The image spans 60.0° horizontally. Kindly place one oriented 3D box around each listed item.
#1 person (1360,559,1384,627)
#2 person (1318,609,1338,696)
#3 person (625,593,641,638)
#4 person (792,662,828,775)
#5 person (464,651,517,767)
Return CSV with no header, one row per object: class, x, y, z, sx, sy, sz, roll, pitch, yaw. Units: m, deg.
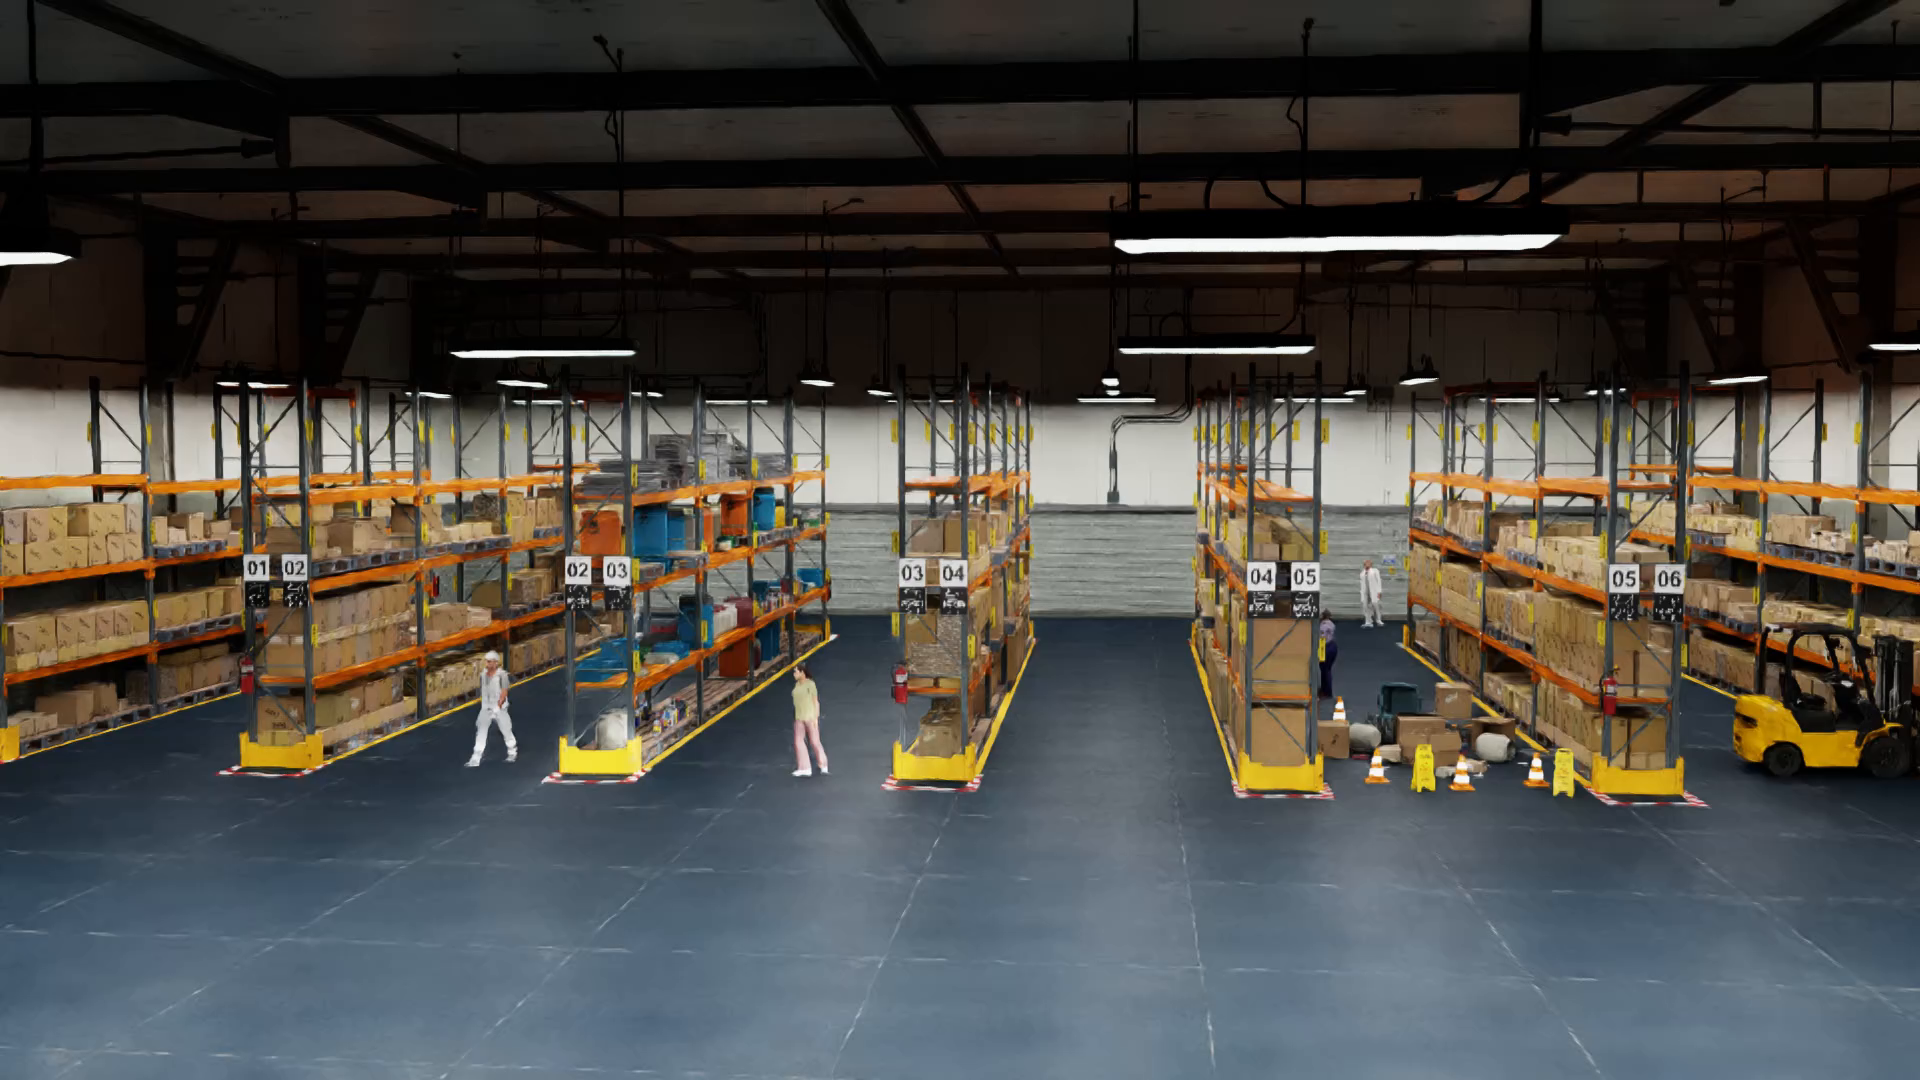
person,10.679,1.358,43.122,0.619,1.769,0.622,3,5,41
person,6.943,2.136,31.717,0.474,1.651,0.523,3,5,37
person,-7.280,1.713,37.096,0.383,1.791,0.637,-1,4,-9
person,-2.204,2.612,24.414,0.503,1.658,0.565,3,5,42
person,-7.011,2.520,24.953,0.535,1.725,1.024,1,4,15
